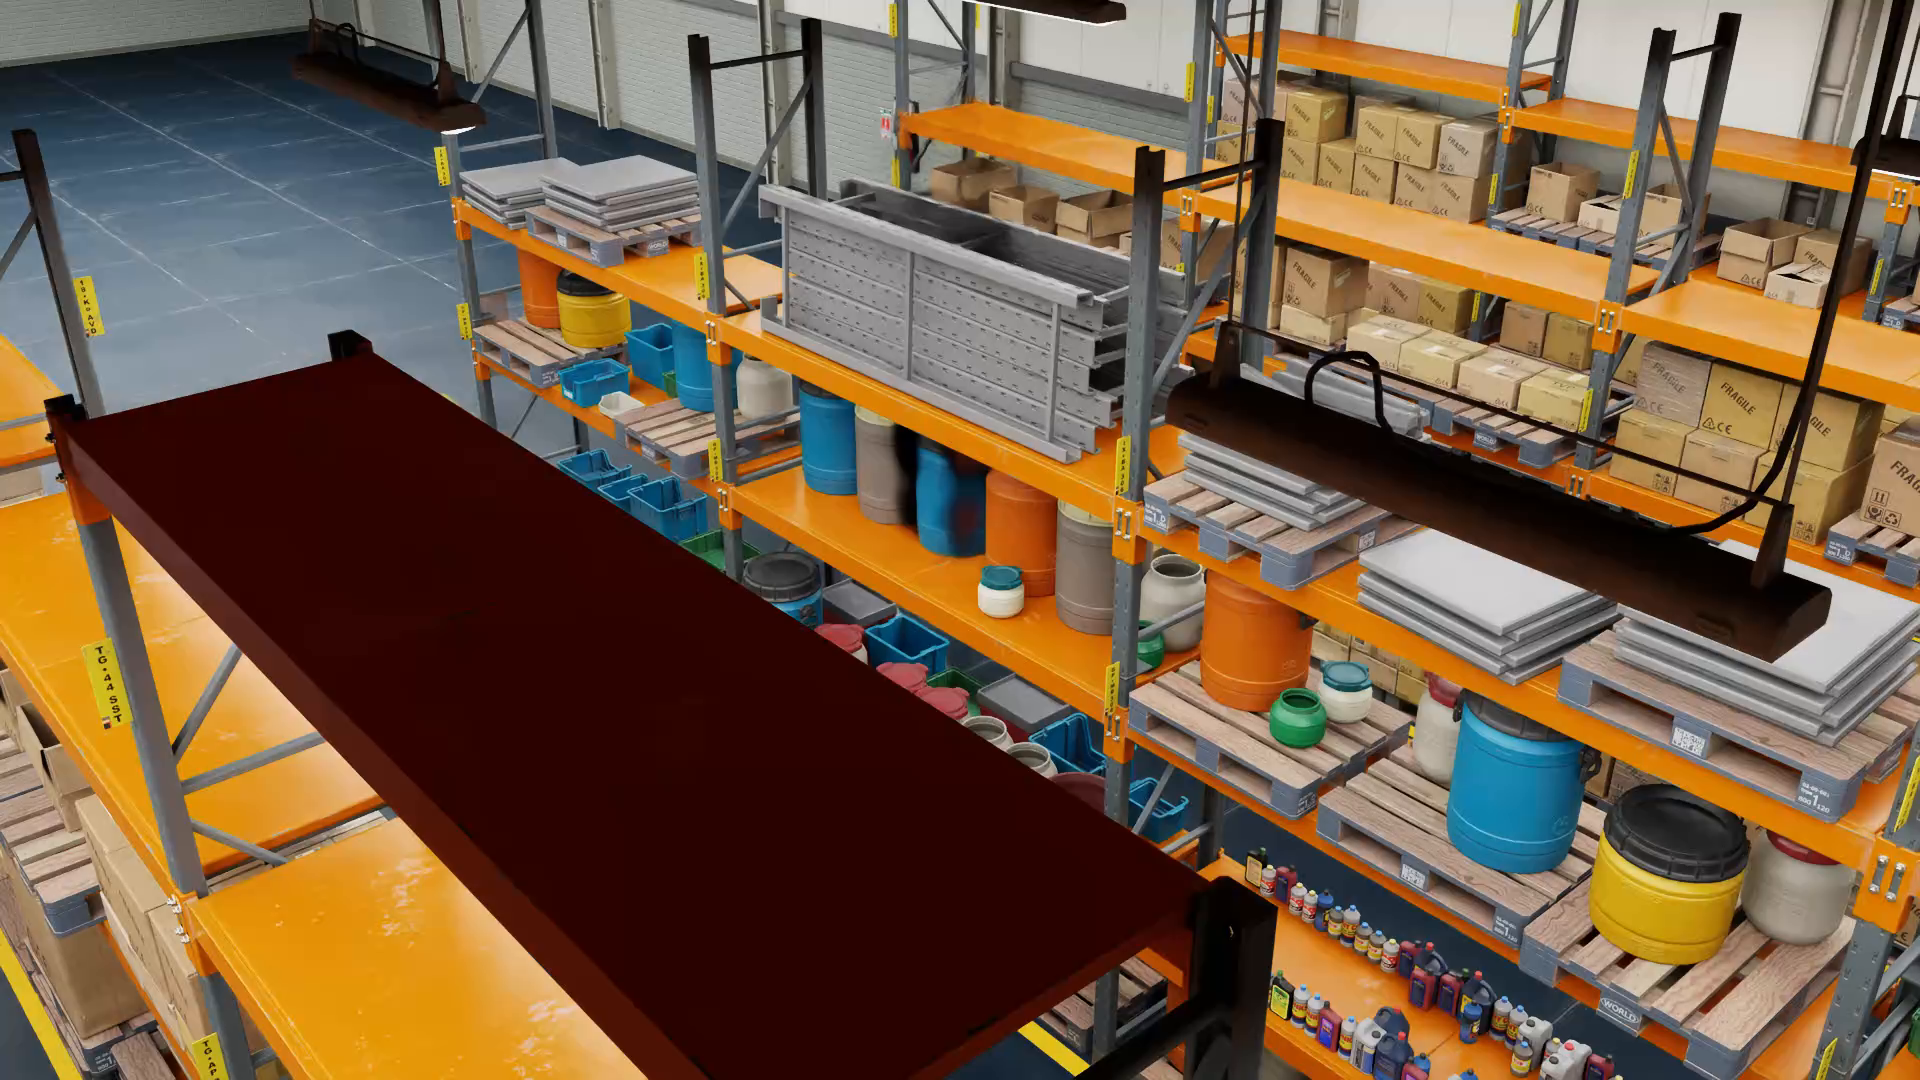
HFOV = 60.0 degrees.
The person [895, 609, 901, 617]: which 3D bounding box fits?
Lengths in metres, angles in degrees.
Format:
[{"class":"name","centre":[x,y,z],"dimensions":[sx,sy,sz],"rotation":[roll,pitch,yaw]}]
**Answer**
[{"class":"person","centre":[-0.718,0.241,15.242],"dimensions":[0.737,1.755,0.584],"rotation":[16,31,29]}]
